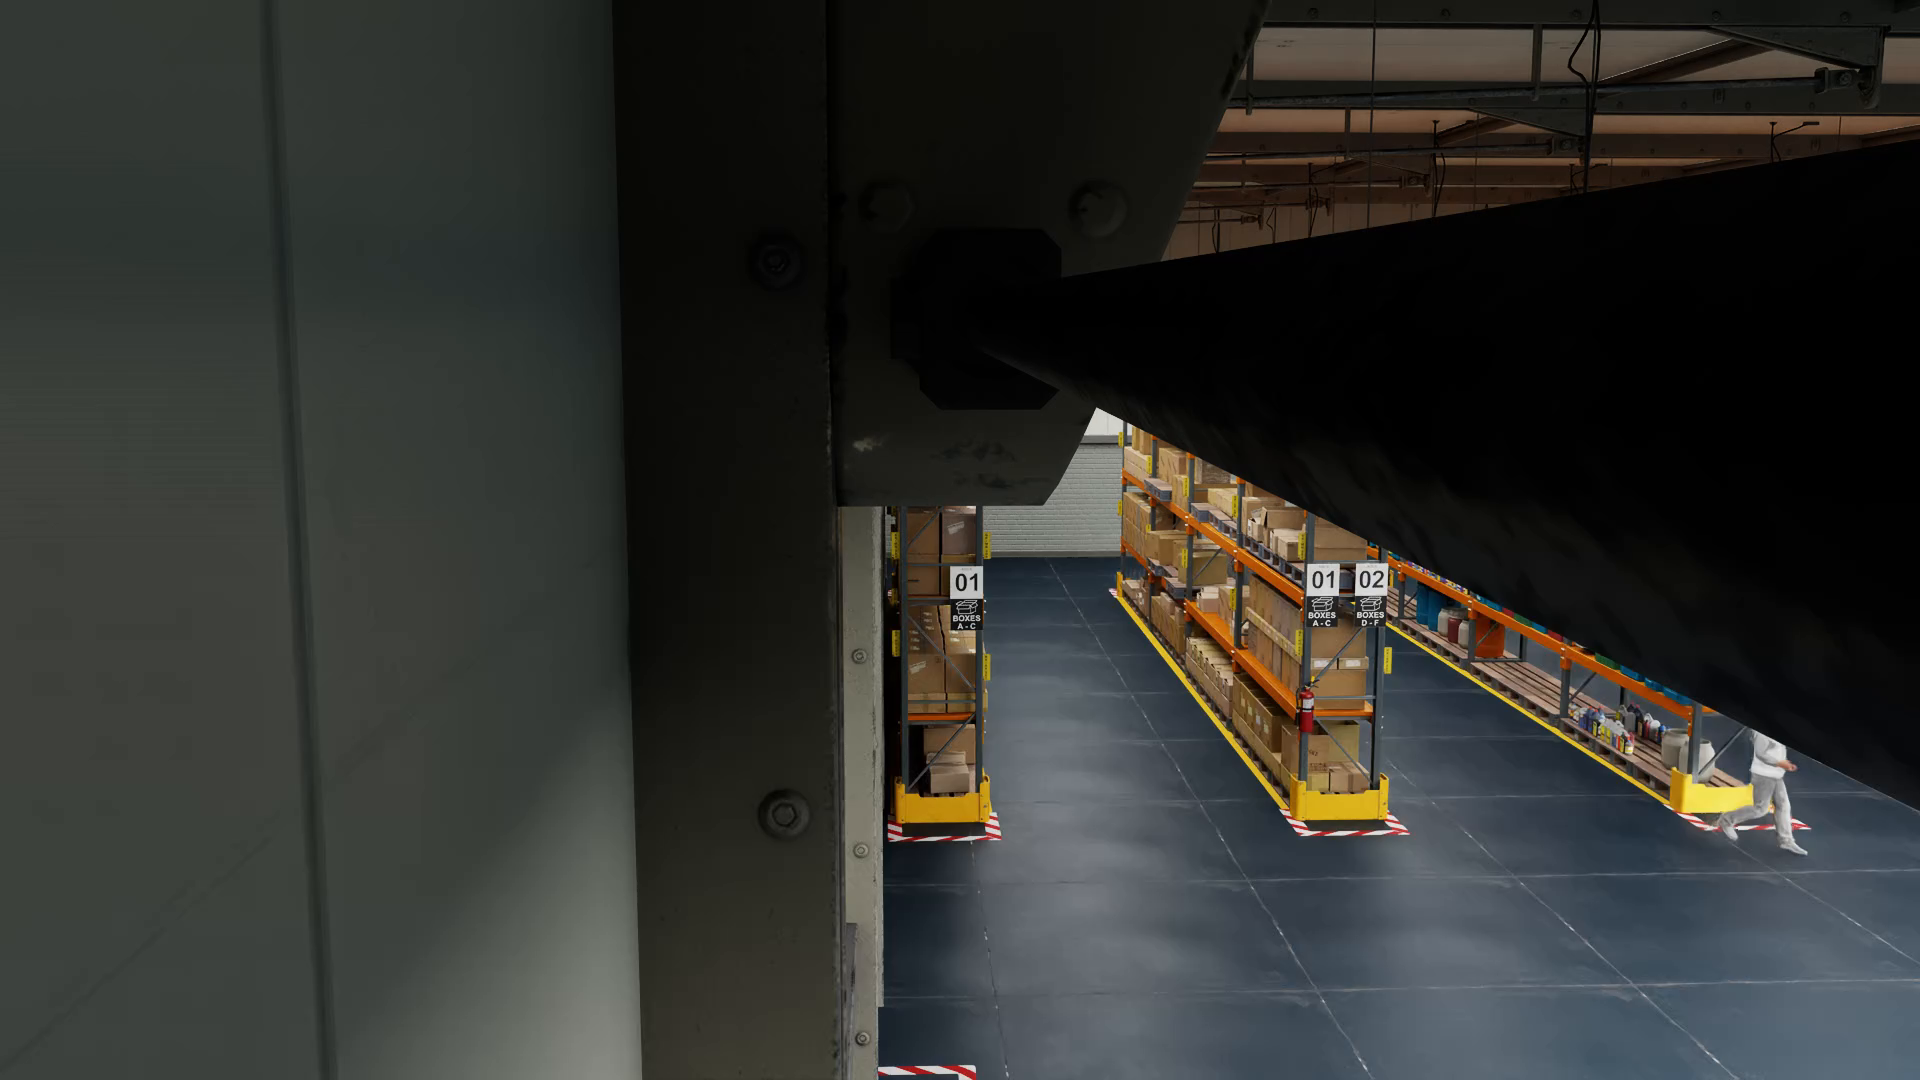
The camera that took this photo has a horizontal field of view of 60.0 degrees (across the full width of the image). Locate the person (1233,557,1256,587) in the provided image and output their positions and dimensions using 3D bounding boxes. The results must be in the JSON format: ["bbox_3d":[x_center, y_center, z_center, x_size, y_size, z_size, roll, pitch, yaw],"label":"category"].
[{"bbox_3d":[5.950,0.701,34.508,0.600,1.635,0.745,-2,8,-17],"label":"person"}]

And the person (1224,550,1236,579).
[{"bbox_3d":[5.870,0.534,35.937,0.567,1.542,0.593,-3,9,-22],"label":"person"}]

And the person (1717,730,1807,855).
[{"bbox_3d":[9.419,2.740,19.408,0.974,1.769,0.693,6,10,35],"label":"person"}]
